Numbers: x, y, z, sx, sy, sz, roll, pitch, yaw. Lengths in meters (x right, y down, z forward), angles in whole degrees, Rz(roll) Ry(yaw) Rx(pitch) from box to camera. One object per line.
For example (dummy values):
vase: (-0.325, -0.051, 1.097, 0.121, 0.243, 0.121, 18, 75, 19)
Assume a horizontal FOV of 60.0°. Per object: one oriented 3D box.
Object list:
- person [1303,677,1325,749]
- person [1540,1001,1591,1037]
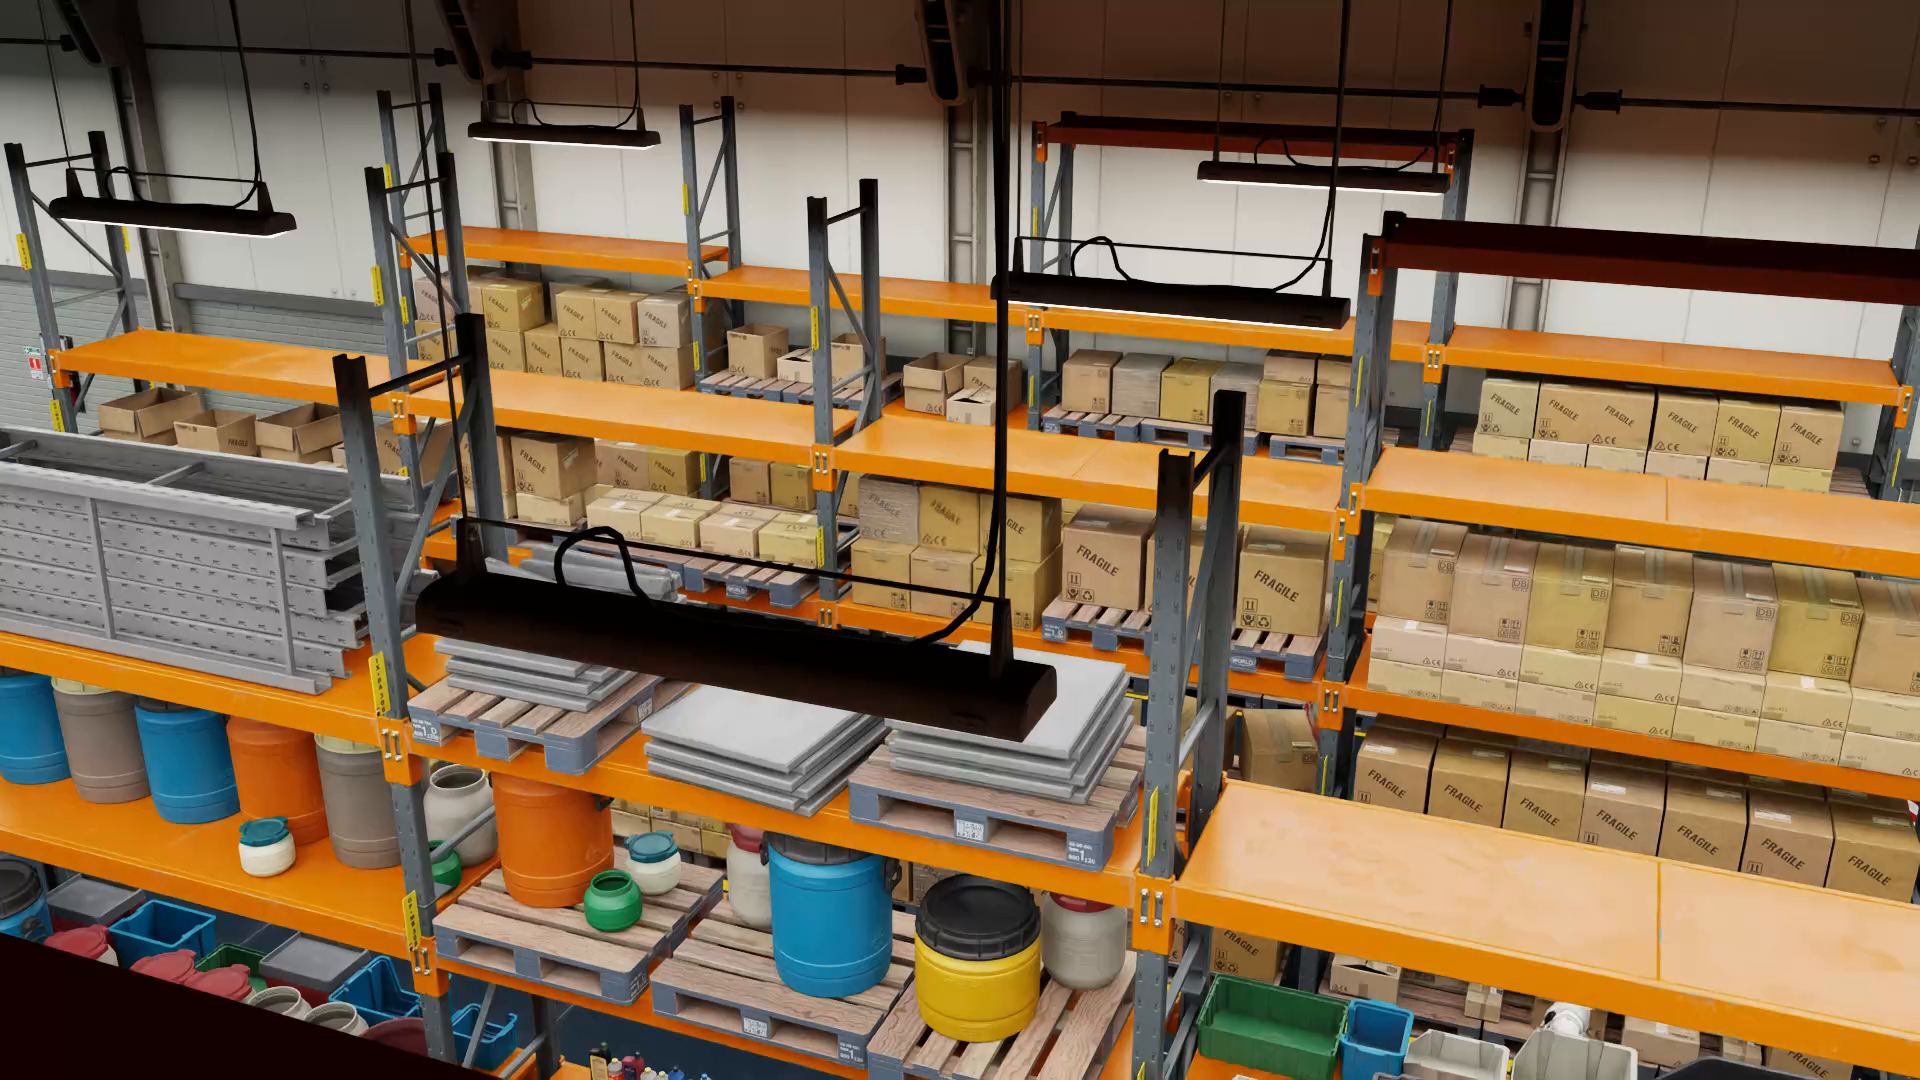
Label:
person: (3.254, 1.821, 15.100, 0.510, 1.804, 0.612, 11, 24, 27)
person: (4.007, 3.494, 10.867, 0.832, 1.640, 0.487, 7, 22, 19)
